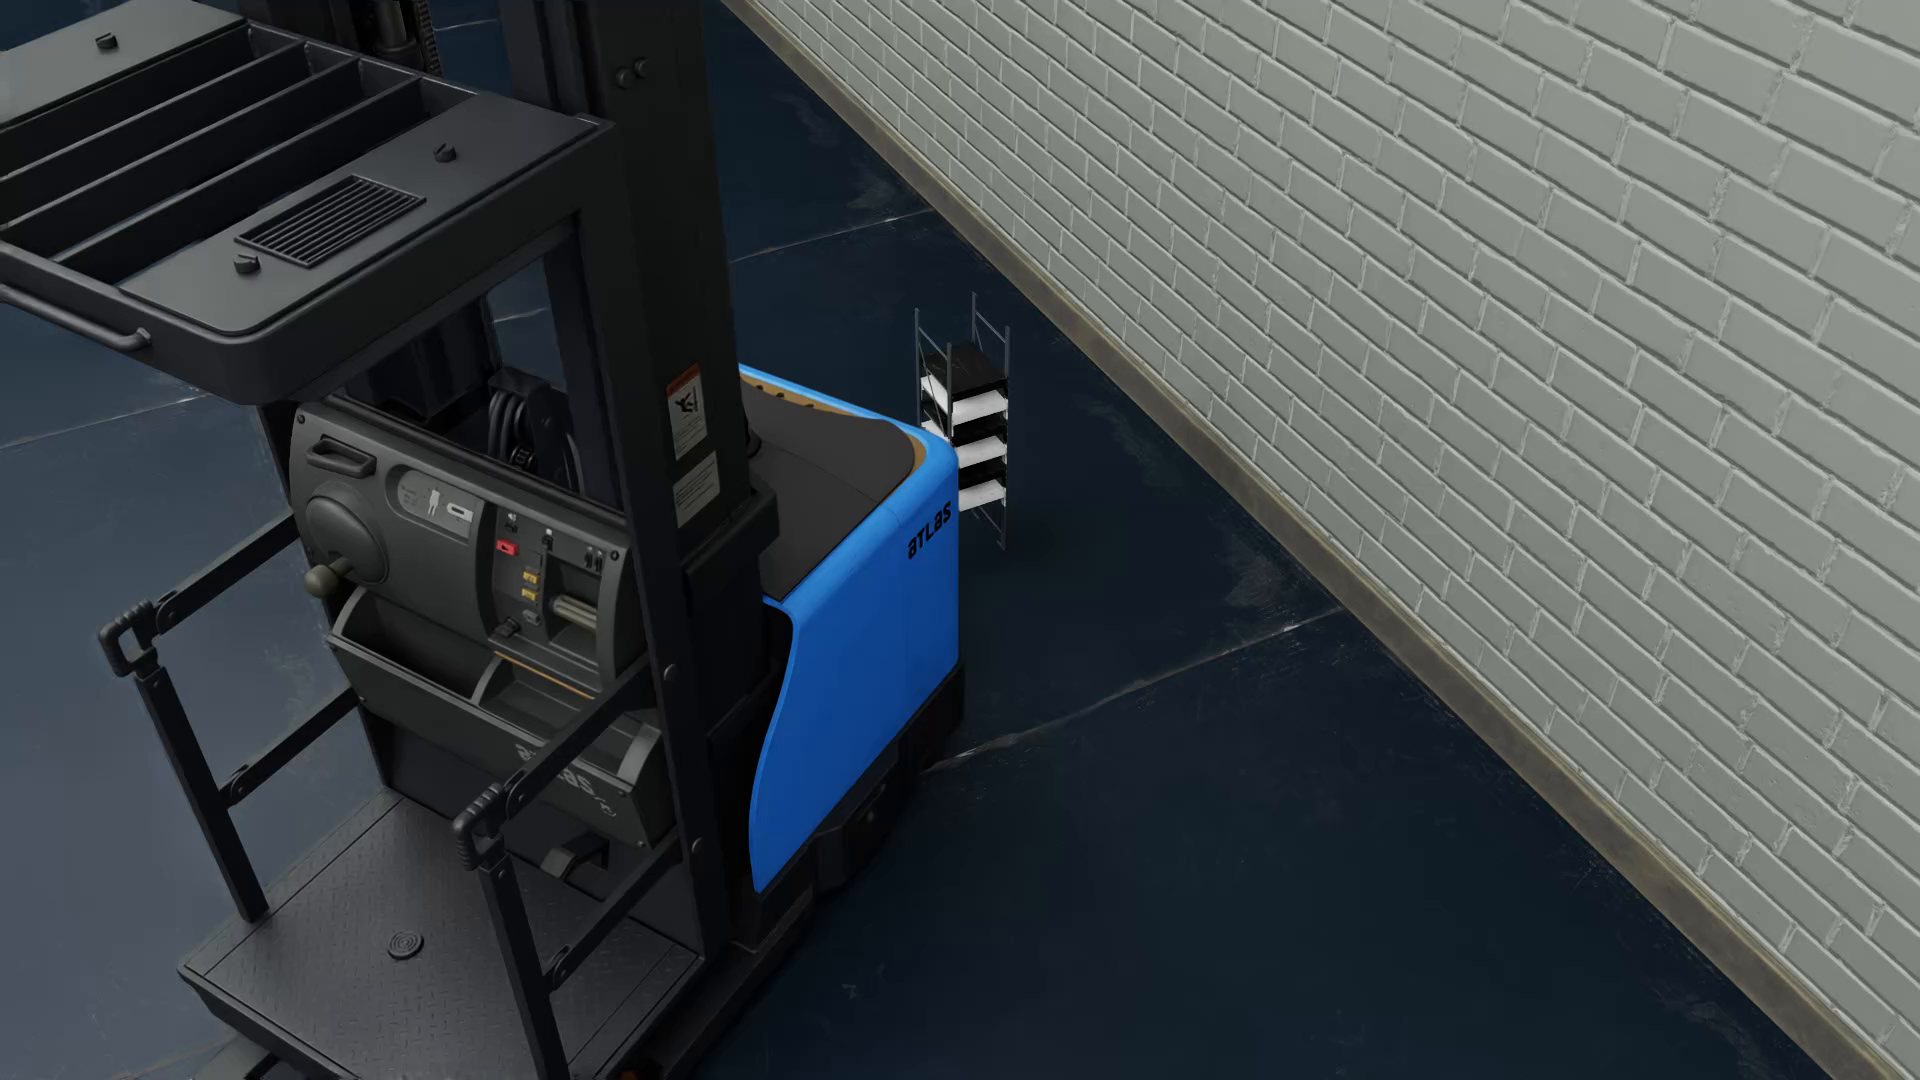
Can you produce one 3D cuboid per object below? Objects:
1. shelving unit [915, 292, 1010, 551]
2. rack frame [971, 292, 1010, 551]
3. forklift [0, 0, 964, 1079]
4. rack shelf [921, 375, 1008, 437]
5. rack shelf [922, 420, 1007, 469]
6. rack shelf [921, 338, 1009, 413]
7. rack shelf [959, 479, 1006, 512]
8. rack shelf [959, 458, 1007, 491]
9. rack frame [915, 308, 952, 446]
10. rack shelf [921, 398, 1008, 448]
[{"bbox_3d":[0.007,-0.346,5.462,0.210,0.900,0.258,-19,44,-21],"label":"shelving unit"},{"bbox_3d":[0.097,-0.376,5.498,0.006,0.900,0.240,-19,44,-21],"label":"rack frame"},{"bbox_3d":[-1.179,0.095,3.369,1.130,2.935,3.031,21,45,23],"label":"forklift"},{"bbox_3d":[0.007,-0.458,5.367,0.200,0.077,0.258,-19,44,-21],"label":"rack shelf"},{"bbox_3d":[0.007,-0.320,5.484,0.200,0.077,0.258,-19,44,-21],"label":"rack shelf"},{"bbox_3d":[0.007,-0.527,5.309,0.200,0.077,0.258,-19,44,-21],"label":"rack shelf"},{"bbox_3d":[0.007,-0.183,5.600,0.200,0.077,0.258,-19,44,-21],"label":"rack shelf"},{"bbox_3d":[0.007,-0.252,5.542,0.200,0.077,0.258,-19,44,-21],"label":"rack shelf"},{"bbox_3d":[-0.083,-0.316,5.426,0.006,0.900,0.240,-19,44,-21],"label":"rack frame"},{"bbox_3d":[0.007,-0.389,5.426,0.200,0.077,0.258,-19,44,-21],"label":"rack shelf"}]
